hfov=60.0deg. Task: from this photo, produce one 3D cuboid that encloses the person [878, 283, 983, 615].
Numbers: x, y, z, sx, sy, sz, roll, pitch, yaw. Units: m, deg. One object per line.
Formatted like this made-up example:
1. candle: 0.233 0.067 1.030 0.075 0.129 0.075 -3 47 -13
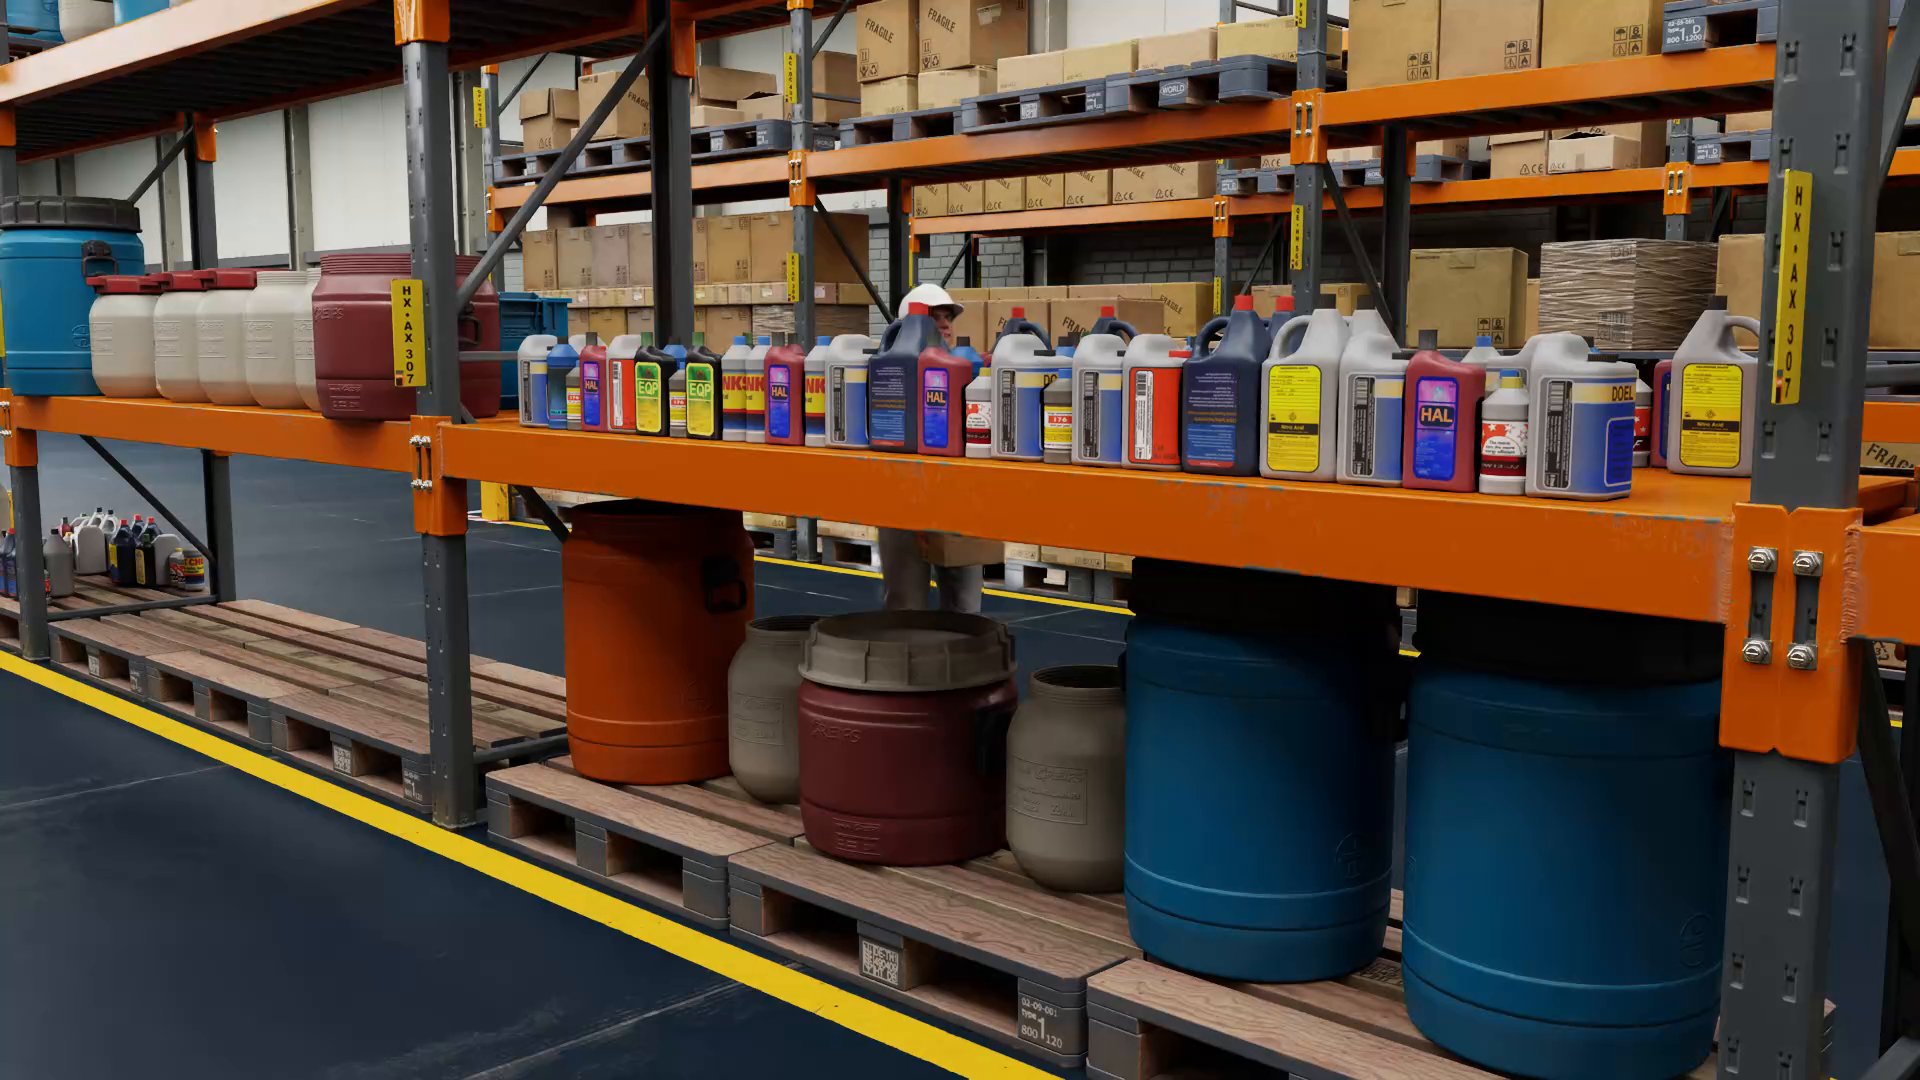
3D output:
1. person: -0.089 -0.100 6.446 0.545 1.776 0.494 -4 8 -27
